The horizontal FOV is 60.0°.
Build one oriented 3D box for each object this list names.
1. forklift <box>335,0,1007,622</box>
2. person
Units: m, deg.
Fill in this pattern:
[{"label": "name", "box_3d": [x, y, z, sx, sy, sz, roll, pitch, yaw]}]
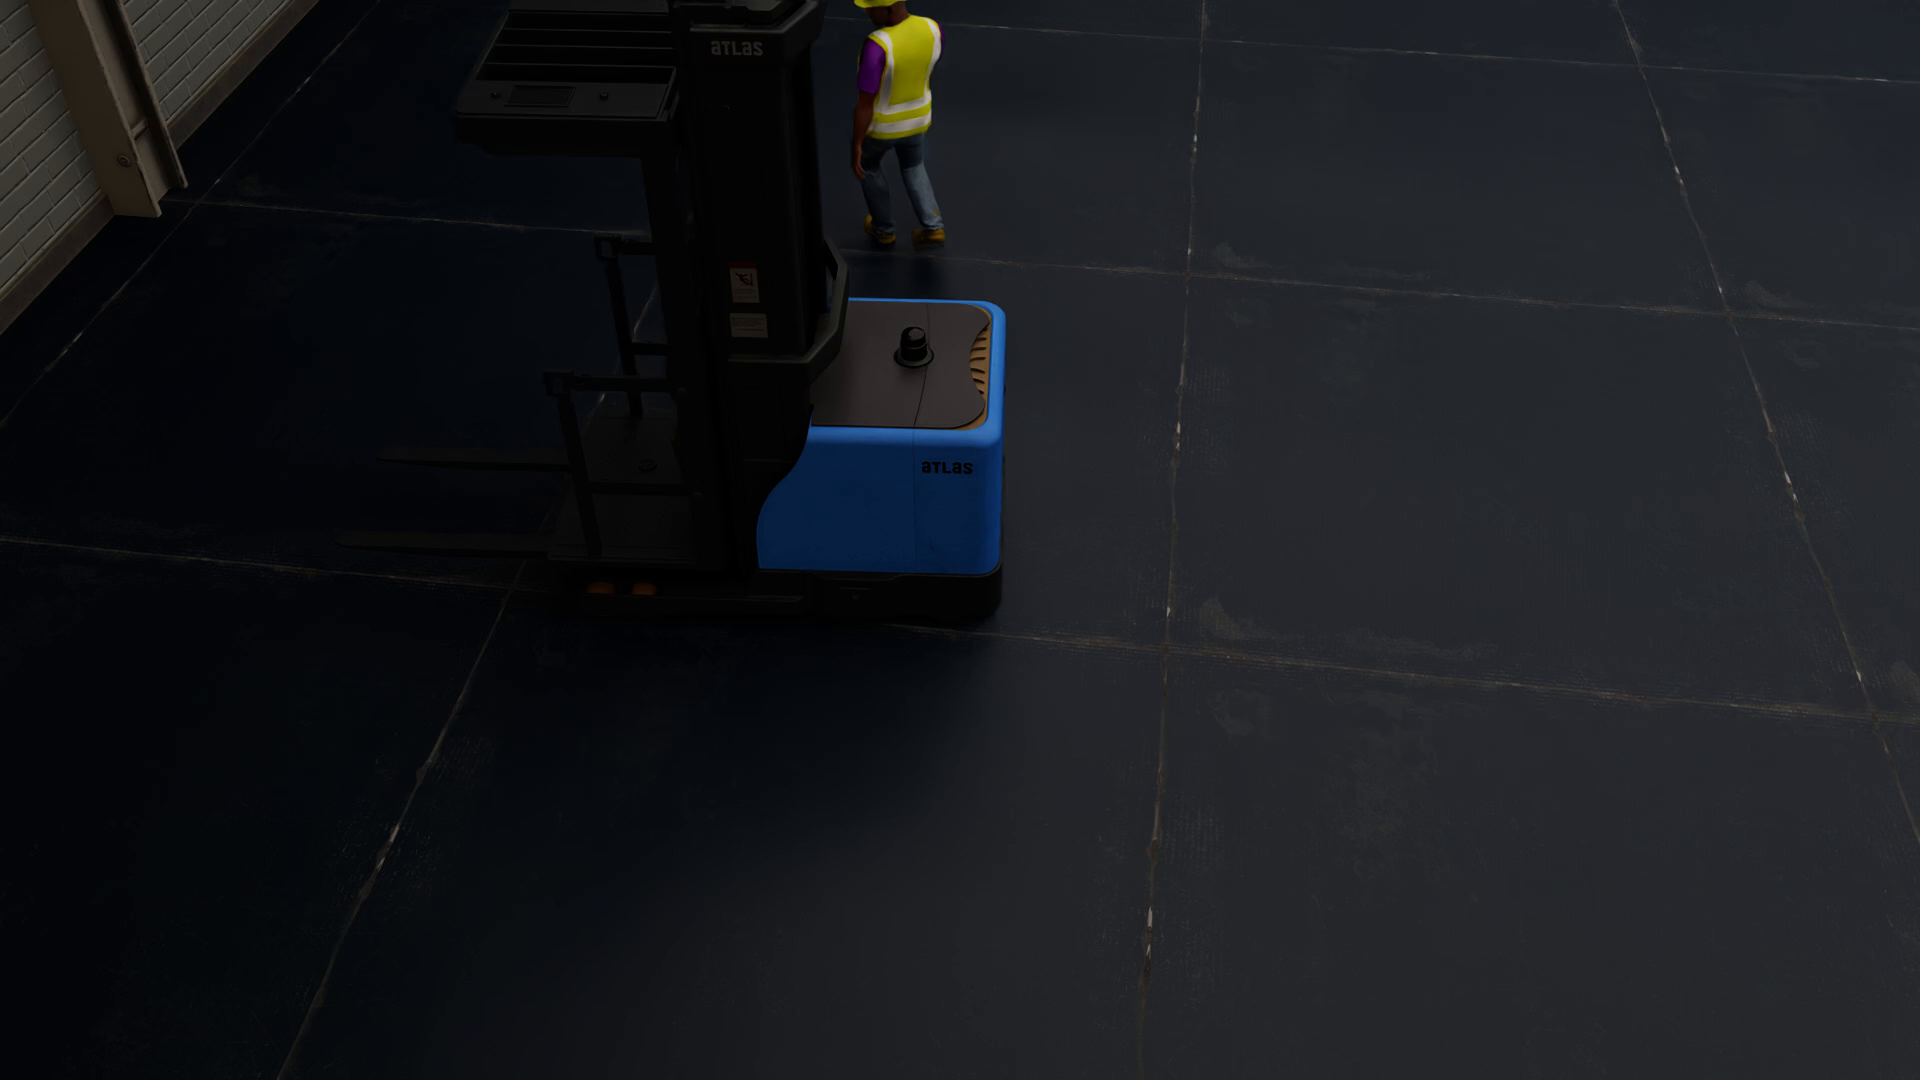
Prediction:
[{"label": "forklift", "box_3d": [-1.313, -1.083, 6.903, 3.031, 2.935, 1.130, 2, 43, 2]}, {"label": "person", "box_3d": [-0.375, -2.335, 9.184, 0.672, 1.701, 0.708, -17, 45, -18]}]
